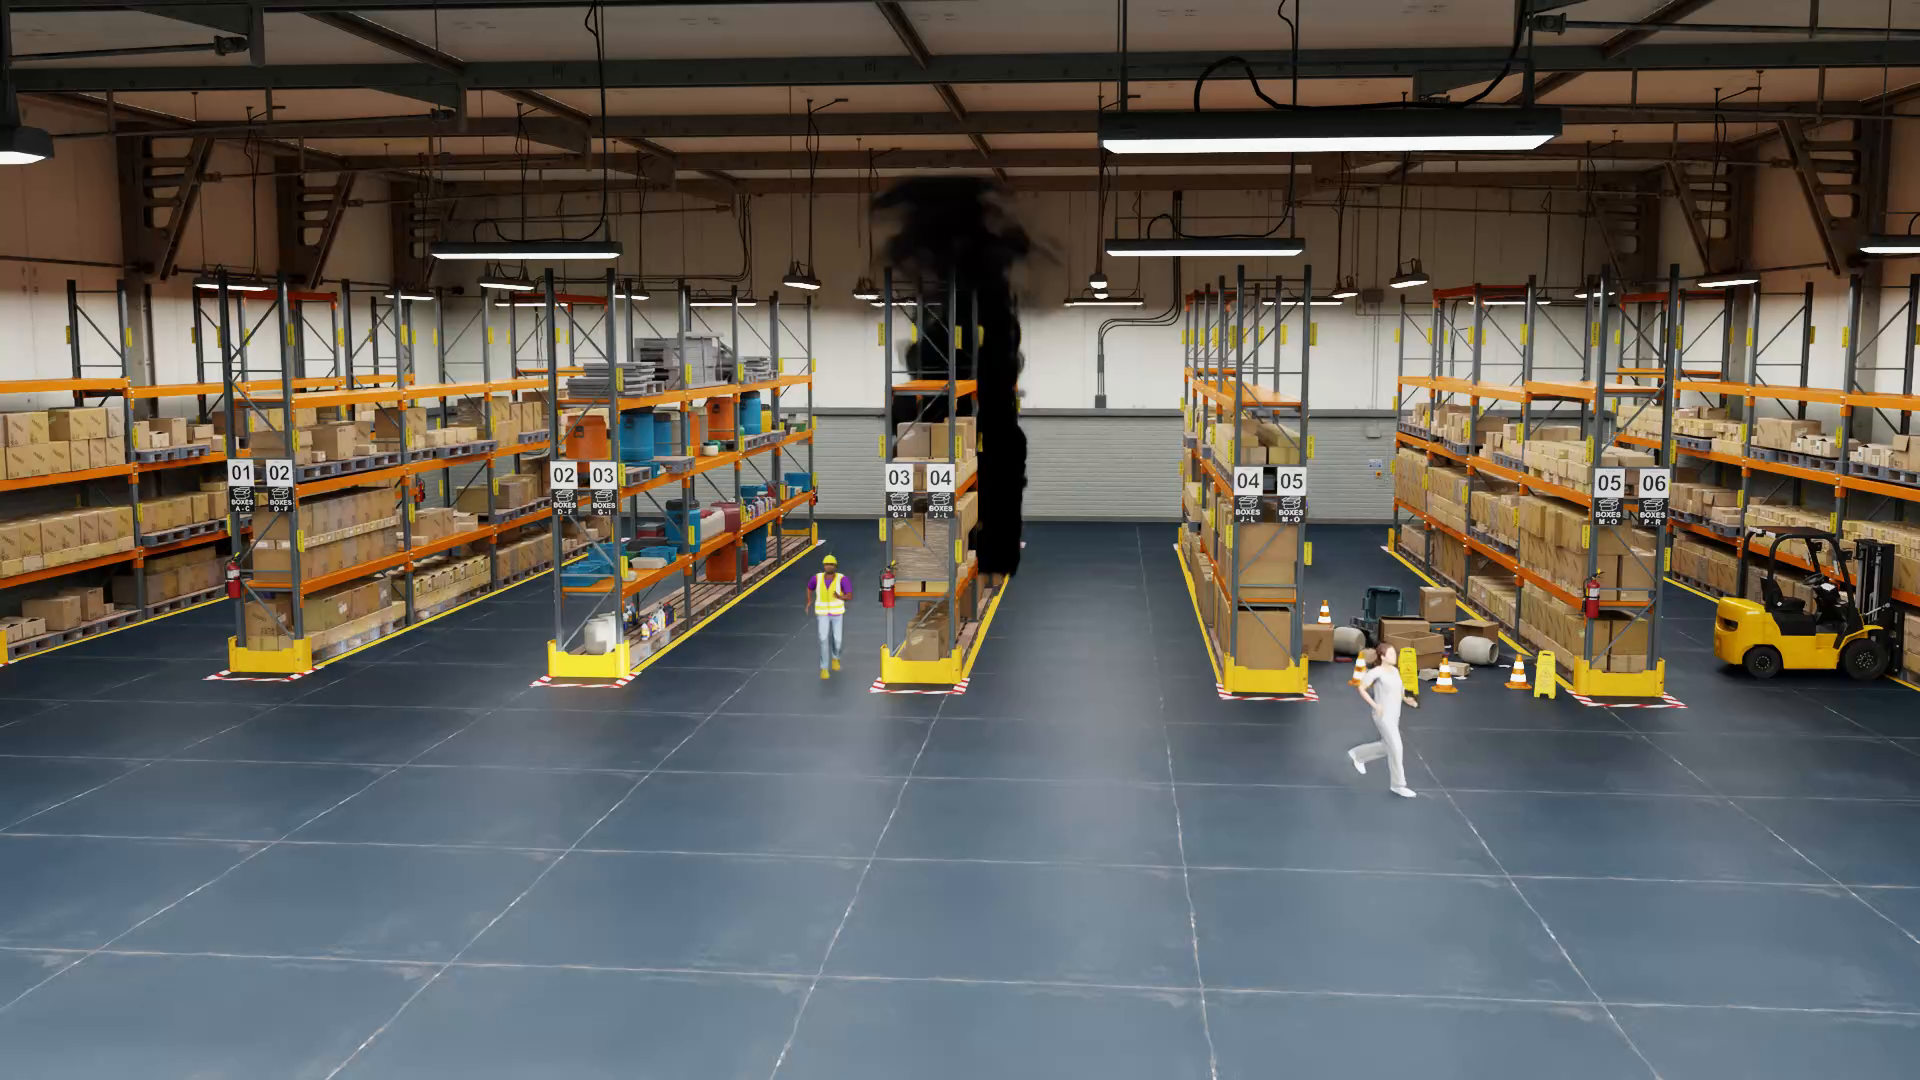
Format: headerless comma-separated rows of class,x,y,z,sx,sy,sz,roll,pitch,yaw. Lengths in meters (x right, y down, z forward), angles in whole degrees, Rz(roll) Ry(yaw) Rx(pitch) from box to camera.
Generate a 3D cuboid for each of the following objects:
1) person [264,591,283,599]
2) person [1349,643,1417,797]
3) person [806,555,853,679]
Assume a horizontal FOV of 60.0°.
person,-12.005,0.675,29.185,0.640,1.606,0.571,0,7,2
person,4.679,1.960,18.424,0.567,1.669,0.879,-7,10,-43
person,-1.919,1.097,24.448,0.700,1.754,0.960,0,7,-2
